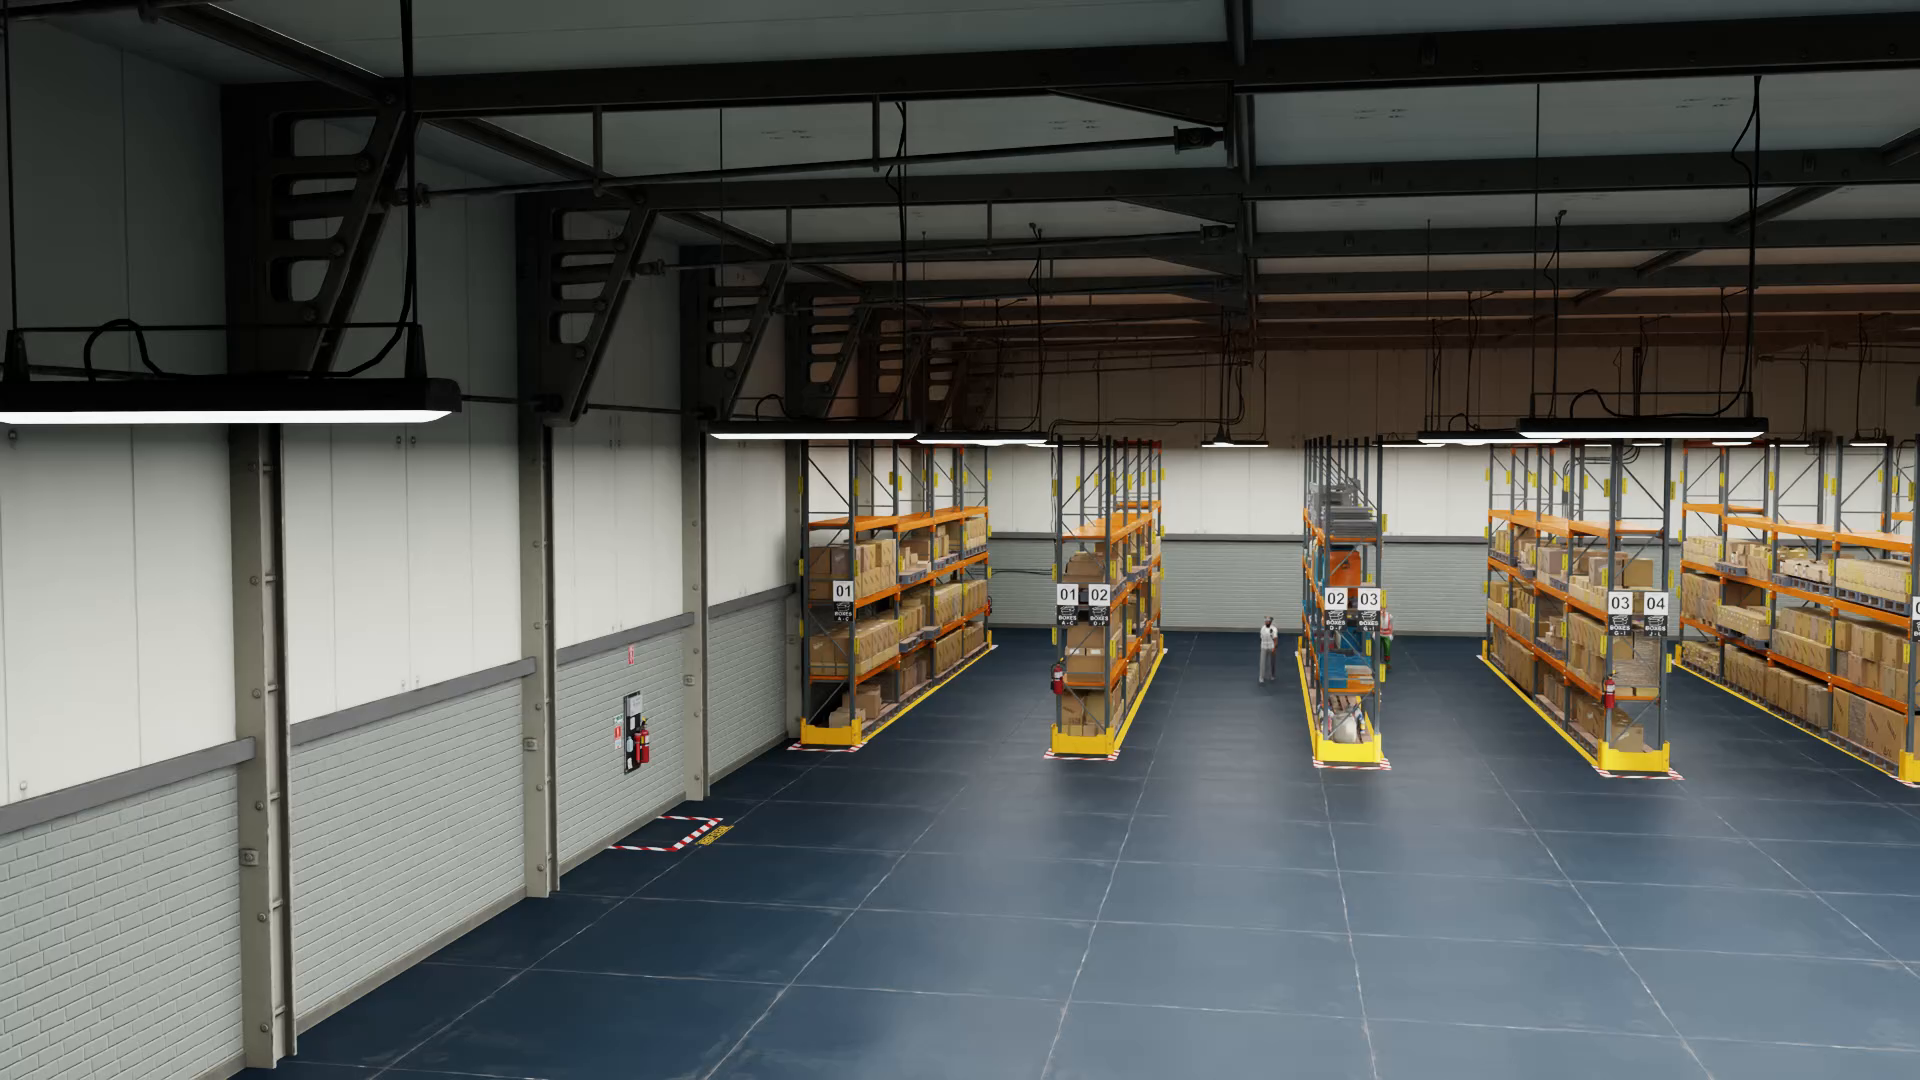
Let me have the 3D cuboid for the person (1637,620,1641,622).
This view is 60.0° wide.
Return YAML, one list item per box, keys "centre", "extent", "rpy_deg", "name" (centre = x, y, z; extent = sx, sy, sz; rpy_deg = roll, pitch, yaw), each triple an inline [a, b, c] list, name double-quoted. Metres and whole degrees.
- centre: [17.661, 2.476, 43.857]
  extent: [0.596, 1.767, 0.539]
  rpy_deg: [1, 3, 23]
  name: "person"

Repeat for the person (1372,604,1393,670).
- centre: [10.978, 2.494, 43.202]
  extent: [0.545, 1.731, 1.048]
  rpy_deg: [1, 3, 15]
  name: "person"

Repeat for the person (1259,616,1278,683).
- centre: [7.575, 2.674, 40.877]
  extent: [0.462, 1.633, 0.948]
  rpy_deg: [1, 3, 23]
  name: "person"
